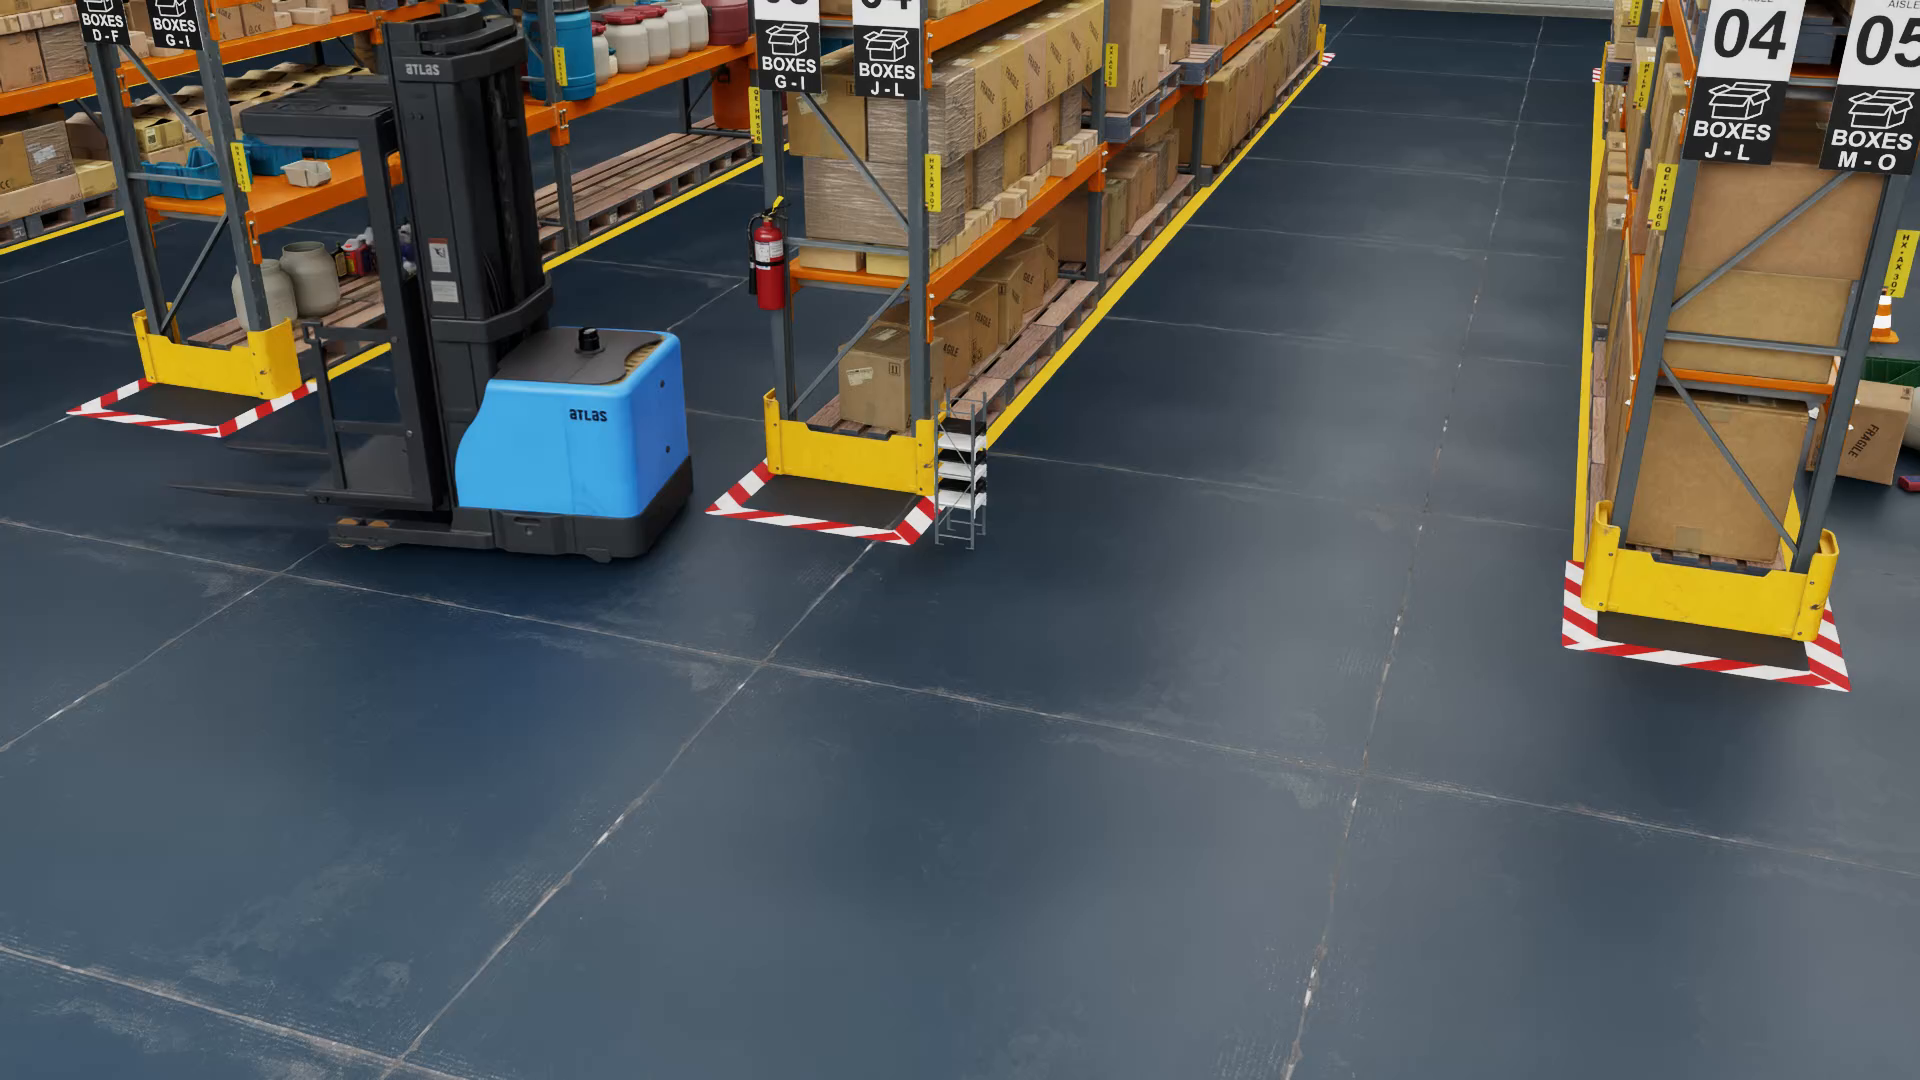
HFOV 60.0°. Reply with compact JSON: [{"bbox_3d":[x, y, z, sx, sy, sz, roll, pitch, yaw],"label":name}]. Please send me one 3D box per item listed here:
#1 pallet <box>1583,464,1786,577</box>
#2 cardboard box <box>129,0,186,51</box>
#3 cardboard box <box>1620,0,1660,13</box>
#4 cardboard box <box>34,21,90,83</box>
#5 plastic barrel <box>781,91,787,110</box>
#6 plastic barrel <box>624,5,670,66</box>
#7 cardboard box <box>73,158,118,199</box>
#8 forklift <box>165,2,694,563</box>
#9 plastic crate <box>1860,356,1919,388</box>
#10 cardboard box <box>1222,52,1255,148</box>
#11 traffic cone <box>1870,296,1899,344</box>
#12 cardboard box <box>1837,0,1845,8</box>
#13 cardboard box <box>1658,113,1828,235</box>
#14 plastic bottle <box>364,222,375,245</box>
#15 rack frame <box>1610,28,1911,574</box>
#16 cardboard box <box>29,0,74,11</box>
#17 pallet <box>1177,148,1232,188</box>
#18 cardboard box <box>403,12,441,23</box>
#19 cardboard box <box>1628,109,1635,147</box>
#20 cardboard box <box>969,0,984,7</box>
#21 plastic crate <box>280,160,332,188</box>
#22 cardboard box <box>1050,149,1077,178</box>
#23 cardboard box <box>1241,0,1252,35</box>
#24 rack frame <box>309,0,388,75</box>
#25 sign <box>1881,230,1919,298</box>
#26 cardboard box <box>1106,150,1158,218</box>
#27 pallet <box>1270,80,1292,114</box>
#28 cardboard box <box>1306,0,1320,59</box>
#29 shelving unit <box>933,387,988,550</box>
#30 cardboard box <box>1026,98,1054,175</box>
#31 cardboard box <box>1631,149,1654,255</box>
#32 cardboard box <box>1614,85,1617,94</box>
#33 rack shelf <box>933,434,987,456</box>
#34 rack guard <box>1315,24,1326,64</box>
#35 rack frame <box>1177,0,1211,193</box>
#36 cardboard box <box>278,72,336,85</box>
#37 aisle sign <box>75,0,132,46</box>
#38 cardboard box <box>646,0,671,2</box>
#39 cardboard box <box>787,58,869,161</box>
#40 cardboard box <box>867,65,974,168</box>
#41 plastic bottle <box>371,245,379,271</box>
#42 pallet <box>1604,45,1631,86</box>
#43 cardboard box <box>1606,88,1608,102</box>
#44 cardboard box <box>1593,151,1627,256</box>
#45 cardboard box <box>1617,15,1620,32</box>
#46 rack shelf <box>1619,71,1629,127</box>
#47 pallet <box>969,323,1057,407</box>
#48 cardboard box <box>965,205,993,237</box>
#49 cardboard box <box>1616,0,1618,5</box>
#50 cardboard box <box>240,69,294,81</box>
[{"bbox_3d":[4.165,-0.063,9.639,1.003,0.211,1.213,9,27,17],"label":"pallet"},{"bbox_3d":[-8.234,-5.396,17.338,0.500,0.500,0.500,11,28,21],"label":"cardboard box"},{"bbox_3d":[6.539,-5.088,15.941,0.380,0.149,0.250,10,27,19],"label":"cardboard box"},{"bbox_3d":[-8.822,-4.683,15.865,0.700,0.500,0.500,8,27,16],"label":"cardboard box"},{"bbox_3d":[-2.156,-5.516,19.986,0.600,0.588,0.708,9,27,17],"label":"plastic barrel"},{"bbox_3d":[-3.097,-5.003,16.485,0.433,0.535,0.433,0,26,0],"label":"plastic barrel"},{"bbox_3d":[-8.628,-3.550,16.314,0.500,0.250,0.500,9,27,17],"label":"cardboard box"},{"bbox_3d":[-3.201,-1.482,9.448,3.031,2.935,1.130,4,26,9],"label":"forklift"},{"bbox_3d":[6.482,-1.121,11.784,0.662,0.188,0.450,-20,23,-36],"label":"plastic crate"},{"bbox_3d":[2.545,-4.905,18.395,1.225,0.875,0.875,9,27,18],"label":"cardboard box"},{"bbox_3d":[7.174,-1.813,12.963,0.336,0.463,0.334,9,27,17],"label":"traffic cone"},{"bbox_3d":[4.474,-2.649,8.028,0.380,0.149,0.250,9,27,18],"label":"cardboard box"},{"bbox_3d":[4.229,-1.918,8.859,0.875,0.550,0.550,9,27,17],"label":"cardboard box"},{"bbox_3d":[-4.936,-2.507,14.020,0.144,0.351,0.185,10,28,20],"label":"plastic bottle"},{"bbox_3d":[3.973,-0.978,8.329,1.000,3.000,0.127,9,27,17],"label":"rack frame"},{"bbox_3d":[-8.822,-5.267,15.582,0.700,0.500,0.500,9,27,18],"label":"cardboard box"},{"bbox_3d":[2.325,-4.085,17.944,1.003,0.211,1.213,9,27,17],"label":"pallet"},{"bbox_3d":[-6.908,-6.739,21.729,0.500,0.250,0.500,8,27,16],"label":"cardboard box"},{"bbox_3d":[5.562,-3.336,13.083,0.500,0.500,0.500,9,27,18],"label":"cardboard box"},{"bbox_3d":[-0.101,-3.395,10.050,0.500,0.250,0.500,8,27,16],"label":"cardboard box"},{"bbox_3d":[-4.740,-2.660,12.104,0.298,0.136,0.250,9,27,17],"label":"plastic crate"},{"bbox_3d":[0.656,-2.825,12.430,0.380,0.149,0.250,9,27,17],"label":"cardboard box"},{"bbox_3d":[2.915,-5.861,18.297,0.500,0.500,0.500,9,27,18],"label":"cardboard box"},{"bbox_3d":[-7.349,-6.465,19.660,1.000,3.000,0.127,9,27,17],"label":"rack frame"},{"bbox_3d":[4.495,-1.321,7.952,0.100,0.325,0.005,9,27,17],"label":"sign"},{"bbox_3d":[1.433,-3.358,15.606,0.700,0.500,0.500,11,28,22],"label":"cardboard box"},{"bbox_3d":[3.650,-5.717,21.315,1.003,0.211,1.213,9,27,17],"label":"pallet"},{"bbox_3d":[4.516,-7.273,23.285,0.875,0.875,0.875,9,27,17],"label":"cardboard box"},{"bbox_3d":[0.003,-0.408,9.561,0.258,0.900,0.210,9,27,17],"label":"shelving unit"},{"bbox_3d":[0.182,-2.966,11.977,0.875,0.500,0.500,9,27,17],"label":"cardboard box"},{"bbox_3d":[4.740,-2.102,10.478,0.875,0.550,0.550,9,27,17],"label":"cardboard box"},{"bbox_3d":[7.471,-5.046,18.256,0.500,0.250,0.500,8,27,15],"label":"cardboard box"},{"bbox_3d":[0.003,-0.540,9.497,0.258,0.077,0.200,9,27,17],"label":"rack shelf"},{"bbox_3d":[4.662,-7.199,24.045,1.175,0.500,0.348,9,27,17],"label":"rack guard"},{"bbox_3d":[1.992,-5.027,16.690,1.000,3.000,0.127,9,27,17],"label":"rack frame"},{"bbox_3d":[-7.458,-5.203,19.084,0.500,0.311,0.500,8,27,17],"label":"cardboard box"},{"bbox_3d":[-5.645,-3.641,10.845,0.394,0.787,0.004,9,27,17],"label":"aisle sign"},{"bbox_3d":[-4.635,-8.566,26.364,0.500,0.500,0.500,9,27,17],"label":"cardboard box"},{"bbox_3d":[-0.721,-2.630,10.136,0.500,0.500,0.500,9,27,17],"label":"cardboard box"},{"bbox_3d":[-0.231,-2.555,9.981,0.500,0.500,0.500,9,27,17],"label":"cardboard box"},{"bbox_3d":[-4.864,-2.361,13.890,0.097,0.201,0.097,0,26,0],"label":"plastic bottle"},{"bbox_3d":[6.772,-4.488,15.797,1.213,0.211,1.003,9,27,17],"label":"pallet"},{"bbox_3d":[8.120,-5.452,20.357,0.380,0.149,0.250,9,27,17],"label":"cardboard box"},{"bbox_3d":[6.060,-2.846,14.285,1.050,0.750,0.750,9,27,18],"label":"cardboard box"},{"bbox_3d":[6.543,-4.963,16.024,0.380,0.149,0.250,9,27,19],"label":"cardboard box"},{"bbox_3d":[7.301,-4.764,16.973,1.077,0.370,4.000,9,27,17],"label":"rack shelf"},{"bbox_3d":[0.066,-1.344,12.283,1.003,0.211,1.213,9,27,17],"label":"pallet"},{"bbox_3d":[0.001,-2.117,10.968,0.380,0.149,0.250,9,27,17],"label":"cardboard box"},{"bbox_3d":[7.146,-5.705,17.555,0.380,0.149,0.250,8,27,15],"label":"cardboard box"},{"bbox_3d":[-7.967,-5.279,19.241,0.500,0.311,0.500,8,27,16],"label":"cardboard box"}]
